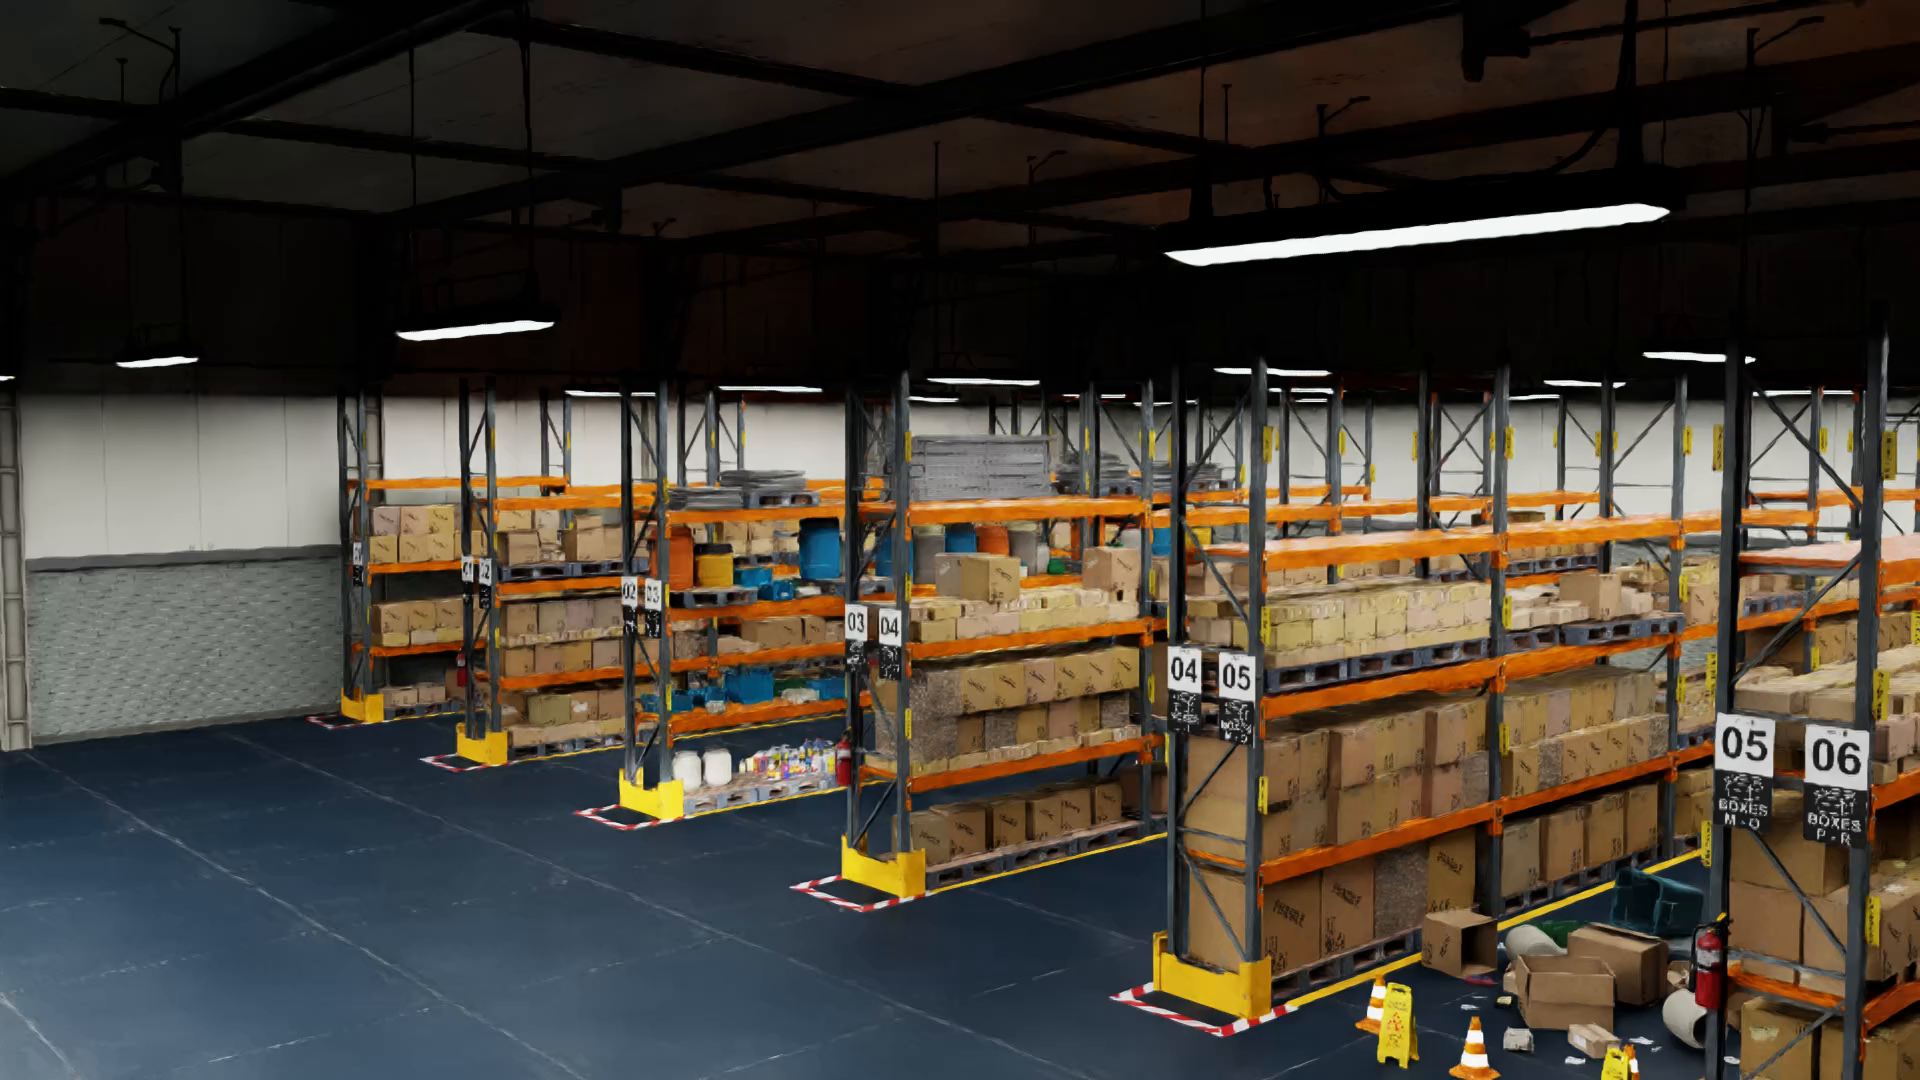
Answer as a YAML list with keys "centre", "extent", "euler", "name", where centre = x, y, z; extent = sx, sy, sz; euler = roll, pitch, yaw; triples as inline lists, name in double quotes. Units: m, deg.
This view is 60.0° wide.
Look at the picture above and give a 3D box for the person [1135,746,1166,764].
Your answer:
- centre: [2.905, 2.695, 25.412]
  extent: [0.507, 1.619, 0.580]
  euler: [-4, 5, -44]
  name: "person"
